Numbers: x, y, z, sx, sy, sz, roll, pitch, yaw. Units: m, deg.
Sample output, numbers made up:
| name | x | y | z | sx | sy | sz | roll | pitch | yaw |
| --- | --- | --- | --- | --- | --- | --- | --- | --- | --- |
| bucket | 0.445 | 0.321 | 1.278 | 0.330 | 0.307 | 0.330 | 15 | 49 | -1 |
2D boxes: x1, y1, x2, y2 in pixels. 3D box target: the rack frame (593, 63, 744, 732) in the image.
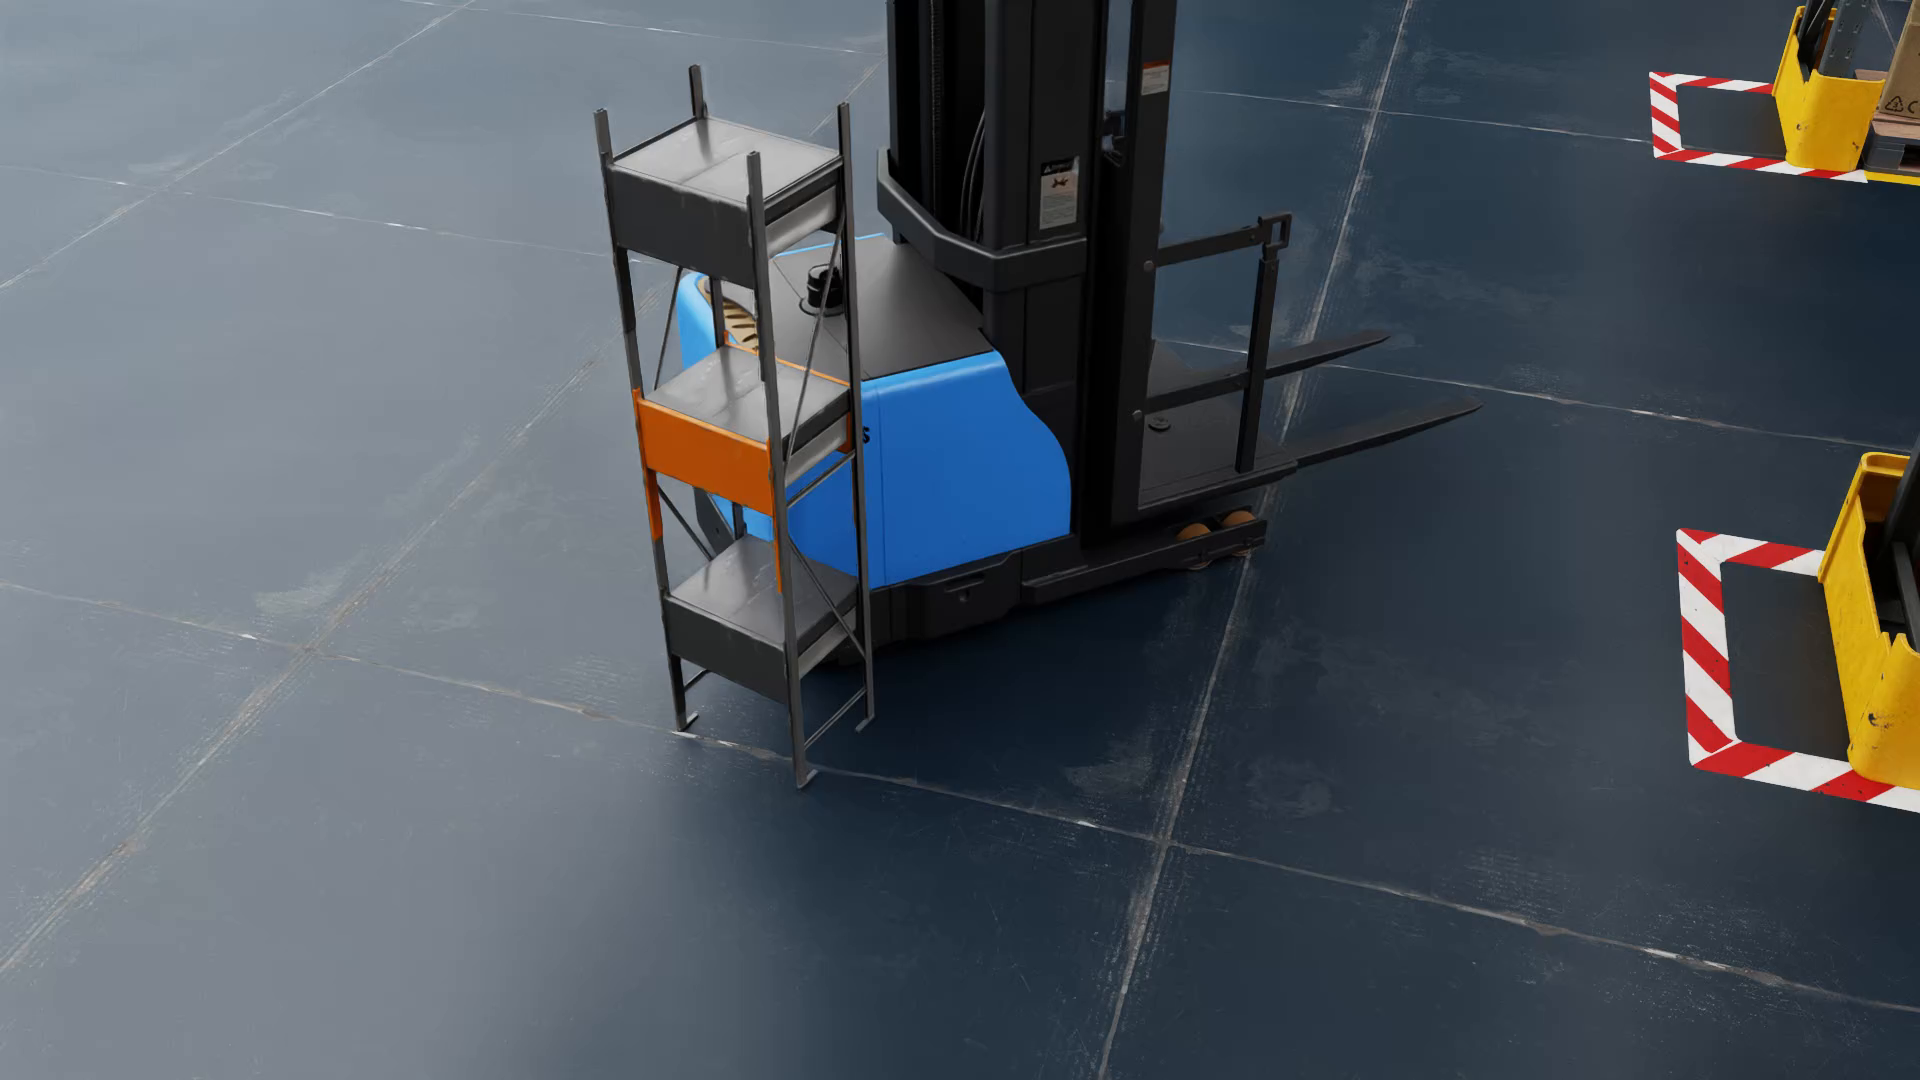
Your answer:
| name | x | y | z | sx | sy | sz | roll | pitch | yaw |
| --- | --- | --- | --- | --- | --- | --- | --- | --- | --- |
| rack frame | -0.805 | -0.324 | 4.918 | 0.015 | 2.100 | 0.400 | 21 | 41 | 26 |

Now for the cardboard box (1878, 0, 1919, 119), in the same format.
| name | x | y | z | sx | sy | sz | roll | pitch | yaw |
| --- | --- | --- | --- | --- | --- | --- | --- | --- | --- |
| cardboard box | 5.337 | -2.589 | 8.991 | 0.500 | 0.500 | 0.500 | 18 | 40 | 22 |

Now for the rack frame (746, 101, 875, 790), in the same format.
| name | x | y | z | sx | sy | sz | roll | pitch | yaw |
| --- | --- | --- | --- | --- | --- | --- | --- | --- | --- |
| rack frame | -0.395 | -0.167 | 4.706 | 0.015 | 2.100 | 0.400 | 21 | 41 | 26 |

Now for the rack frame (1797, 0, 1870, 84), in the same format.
| name | x | y | z | sx | sy | sz | roll | pitch | yaw |
| --- | --- | --- | --- | --- | --- | --- | --- | --- | --- |
| rack frame | 4.746 | -3.546 | 8.538 | 0.127 | 3.000 | 1.000 | 10 | 38 | 14 |

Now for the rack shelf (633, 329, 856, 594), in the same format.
| name | x | y | z | sx | sy | sz | roll | pitch | yaw |
| --- | --- | --- | --- | --- | --- | --- | --- | --- | --- |
| rack shelf | -0.600 | -0.235 | 4.820 | 0.480 | 0.518 | 0.431 | 21 | 41 | 26 |

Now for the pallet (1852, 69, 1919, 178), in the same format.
| name | x | y | z | sx | sy | sz | roll | pitch | yaw |
| --- | --- | --- | --- | --- | --- | --- | --- | --- | --- |
| pallet | 5.583 | -2.246 | 9.124 | 1.213 | 0.211 | 1.003 | 10 | 38 | 14 |

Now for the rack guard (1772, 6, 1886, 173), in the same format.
| name | x | y | z | sx | sy | sz | roll | pitch | yaw |
| --- | --- | --- | --- | --- | --- | --- | --- | --- | --- |
| rack guard | 4.818 | -2.526 | 9.260 | 0.348 | 0.500 | 1.175 | 10 | 38 | 14 |

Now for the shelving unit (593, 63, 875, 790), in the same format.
| name | x | y | z | sx | sy | sz | roll | pitch | yaw |
| --- | --- | --- | --- | --- | --- | --- | --- | --- | --- |
| shelving unit | -0.600 | -0.246 | 4.812 | 0.503 | 2.100 | 0.431 | 21 | 41 | 26 |

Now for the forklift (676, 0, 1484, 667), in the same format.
| name | x | y | z | sx | sy | sz | roll | pitch | yaw |
| --- | --- | --- | --- | --- | --- | --- | --- | --- | --- |
| forklift | 0.572 | -1.339 | 5.597 | 3.031 | 2.935 | 1.130 | -16 | 39 | -20 |

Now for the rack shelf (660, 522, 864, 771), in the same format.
| name | x | y | z | sx | sy | sz | roll | pitch | yaw |
| --- | --- | --- | --- | --- | --- | --- | --- | --- | --- |
| rack shelf | -0.600 | 0.329 | 5.235 | 0.480 | 0.518 | 0.431 | 21 | 41 | 26 |

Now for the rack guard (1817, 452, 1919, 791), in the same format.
| name | x | y | z | sx | sy | sz | roll | pitch | yaw |
| --- | --- | --- | --- | --- | --- | --- | --- | --- | --- |
| rack guard | 3.148 | 0.245 | 5.496 | 0.348 | 0.500 | 1.175 | 10 | 38 | 14 |

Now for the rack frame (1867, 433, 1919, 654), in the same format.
| name | x | y | z | sx | sy | sz | roll | pitch | yaw |
| --- | --- | --- | --- | --- | --- | --- | --- | --- | --- |
| rack frame | 3.170 | -0.758 | 4.749 | 0.127 | 3.000 | 1.000 | 10 | 38 | 14 |

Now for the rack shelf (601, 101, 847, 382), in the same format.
| name | x | y | z | sx | sy | sz | roll | pitch | yaw |
| --- | --- | --- | --- | --- | --- | --- | --- | --- | --- |
| rack shelf | -0.600 | -0.799 | 4.405 | 0.480 | 0.518 | 0.431 | 21 | 41 | 26 |
